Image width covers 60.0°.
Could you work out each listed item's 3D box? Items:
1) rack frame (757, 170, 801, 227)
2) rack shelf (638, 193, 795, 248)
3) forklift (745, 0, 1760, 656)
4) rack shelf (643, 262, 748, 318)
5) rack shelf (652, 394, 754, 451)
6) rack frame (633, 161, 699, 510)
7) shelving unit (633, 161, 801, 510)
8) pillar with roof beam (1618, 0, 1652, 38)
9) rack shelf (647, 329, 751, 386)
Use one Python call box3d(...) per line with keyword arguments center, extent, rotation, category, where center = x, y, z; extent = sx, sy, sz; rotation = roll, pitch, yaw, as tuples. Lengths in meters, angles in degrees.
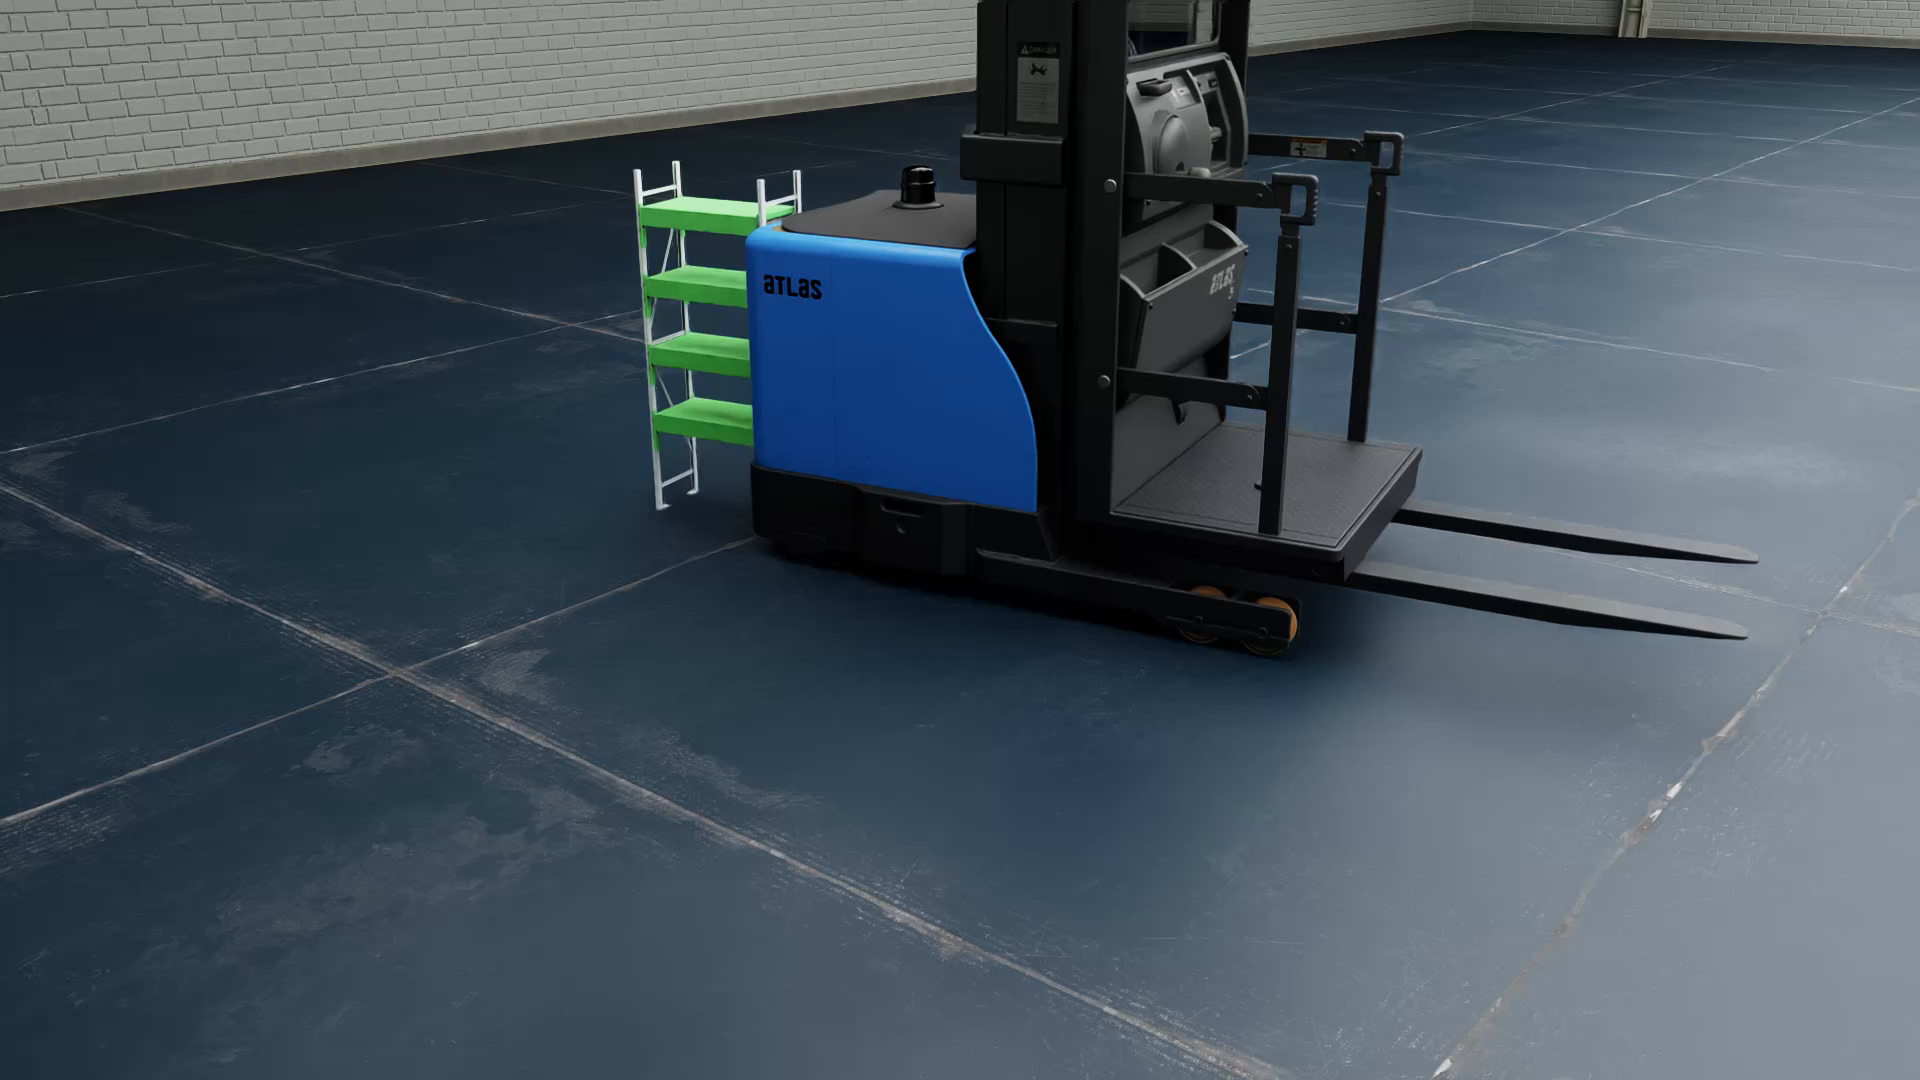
box3d(center=(-0.591, -0.629, 5.637), extent=(0.015, 1.200, 0.240), rotation=(10, 23, 25), category="rack frame")
box3d(center=(-0.809, -1.057, 5.593), extent=(0.480, 0.148, 0.258), rotation=(10, 23, 25), category="rack shelf")
box3d(center=(0.860, -1.251, 4.833), extent=(3.031, 2.935, 1.130), rotation=(10, 23, 25), category="forklift")
box3d(center=(-0.809, -0.833, 5.677), extent=(0.480, 0.148, 0.258), rotation=(10, 23, 25), category="rack shelf")
box3d(center=(-0.809, -0.384, 5.847), extent=(0.480, 0.148, 0.258), rotation=(10, 23, 25), category="rack shelf")
box3d(center=(-1.027, -0.707, 5.842), extent=(0.015, 1.200, 0.240), rotation=(10, 23, 25), category="rack frame")
box3d(center=(-0.809, -0.668, 5.739), extent=(0.503, 1.200, 0.258), rotation=(10, 23, 25), category="shelving unit")
box3d(center=(8.864, -11.701, 23.945), extent=(0.400, 9.000, 9.100), rotation=(16, 26, 36), category="pillar with roof beam")
box3d(center=(-0.809, -0.608, 5.762), extent=(0.480, 0.148, 0.258), rotation=(10, 23, 25), category="rack shelf")
